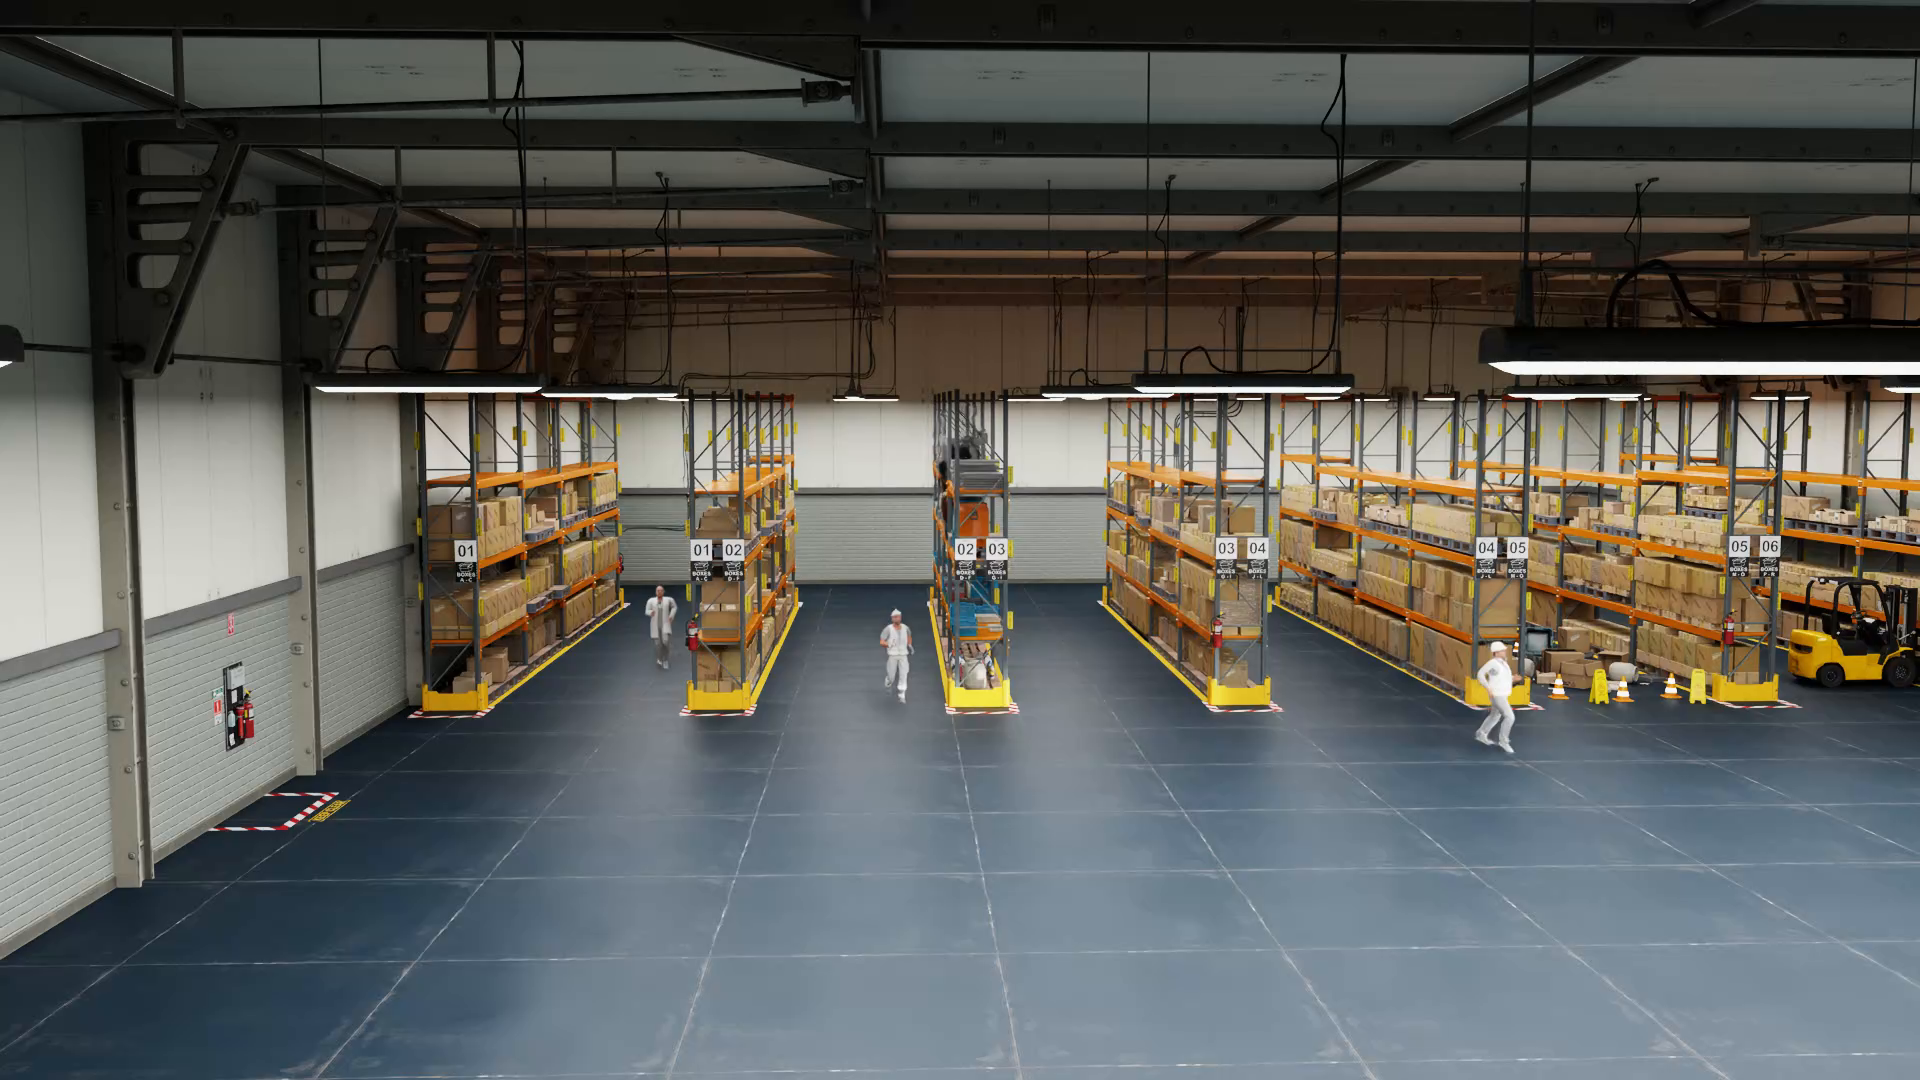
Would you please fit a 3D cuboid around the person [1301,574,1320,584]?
[{"bbox_3d":[10.291,0.837,48.828,0.912,1.790,0.662,-1,5,-8],"label":"person"}]

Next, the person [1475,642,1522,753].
[{"bbox_3d":[8.914,2.596,27.535,0.764,1.831,0.630,3,6,34],"label":"person"}]

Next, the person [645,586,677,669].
[{"bbox_3d":[-6.500,1.902,36.120,0.654,1.823,0.854,0,5,-5],"label":"person"}]

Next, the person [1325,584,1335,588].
[{"bbox_3d":[10.729,0.952,48.499,0.632,1.639,0.507,-4,6,-42],"label":"person"}]

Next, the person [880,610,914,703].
[{"bbox_3d":[-1.212,2.229,32.014,0.669,1.764,0.908,-1,5,-16],"label":"person"}]
